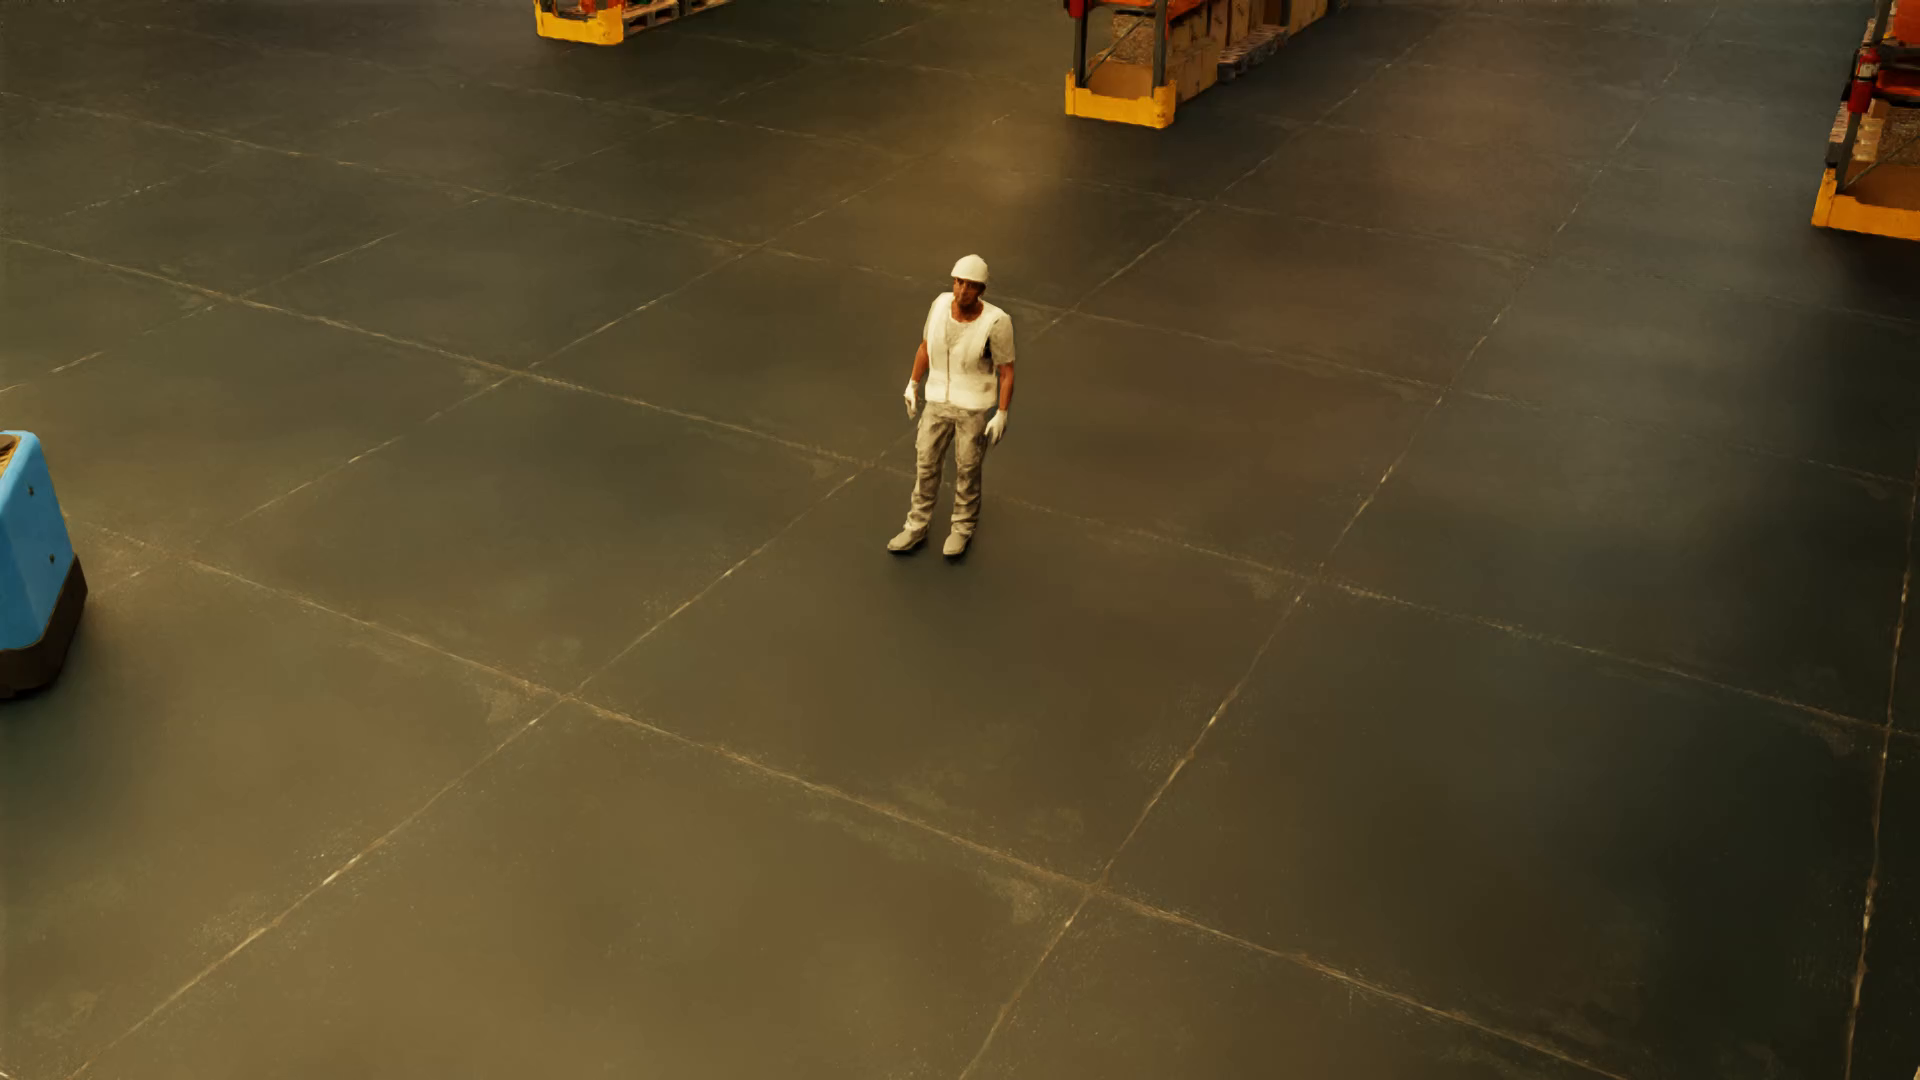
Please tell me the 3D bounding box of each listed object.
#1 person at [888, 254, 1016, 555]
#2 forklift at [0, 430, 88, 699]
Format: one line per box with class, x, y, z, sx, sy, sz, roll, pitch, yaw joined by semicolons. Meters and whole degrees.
person;-0.042;-0.749;9.502;0.655;1.782;0.576;15;33;25
forklift;-6.269;-0.524;7.979;3.031;2.935;1.130;-7;31;-12
